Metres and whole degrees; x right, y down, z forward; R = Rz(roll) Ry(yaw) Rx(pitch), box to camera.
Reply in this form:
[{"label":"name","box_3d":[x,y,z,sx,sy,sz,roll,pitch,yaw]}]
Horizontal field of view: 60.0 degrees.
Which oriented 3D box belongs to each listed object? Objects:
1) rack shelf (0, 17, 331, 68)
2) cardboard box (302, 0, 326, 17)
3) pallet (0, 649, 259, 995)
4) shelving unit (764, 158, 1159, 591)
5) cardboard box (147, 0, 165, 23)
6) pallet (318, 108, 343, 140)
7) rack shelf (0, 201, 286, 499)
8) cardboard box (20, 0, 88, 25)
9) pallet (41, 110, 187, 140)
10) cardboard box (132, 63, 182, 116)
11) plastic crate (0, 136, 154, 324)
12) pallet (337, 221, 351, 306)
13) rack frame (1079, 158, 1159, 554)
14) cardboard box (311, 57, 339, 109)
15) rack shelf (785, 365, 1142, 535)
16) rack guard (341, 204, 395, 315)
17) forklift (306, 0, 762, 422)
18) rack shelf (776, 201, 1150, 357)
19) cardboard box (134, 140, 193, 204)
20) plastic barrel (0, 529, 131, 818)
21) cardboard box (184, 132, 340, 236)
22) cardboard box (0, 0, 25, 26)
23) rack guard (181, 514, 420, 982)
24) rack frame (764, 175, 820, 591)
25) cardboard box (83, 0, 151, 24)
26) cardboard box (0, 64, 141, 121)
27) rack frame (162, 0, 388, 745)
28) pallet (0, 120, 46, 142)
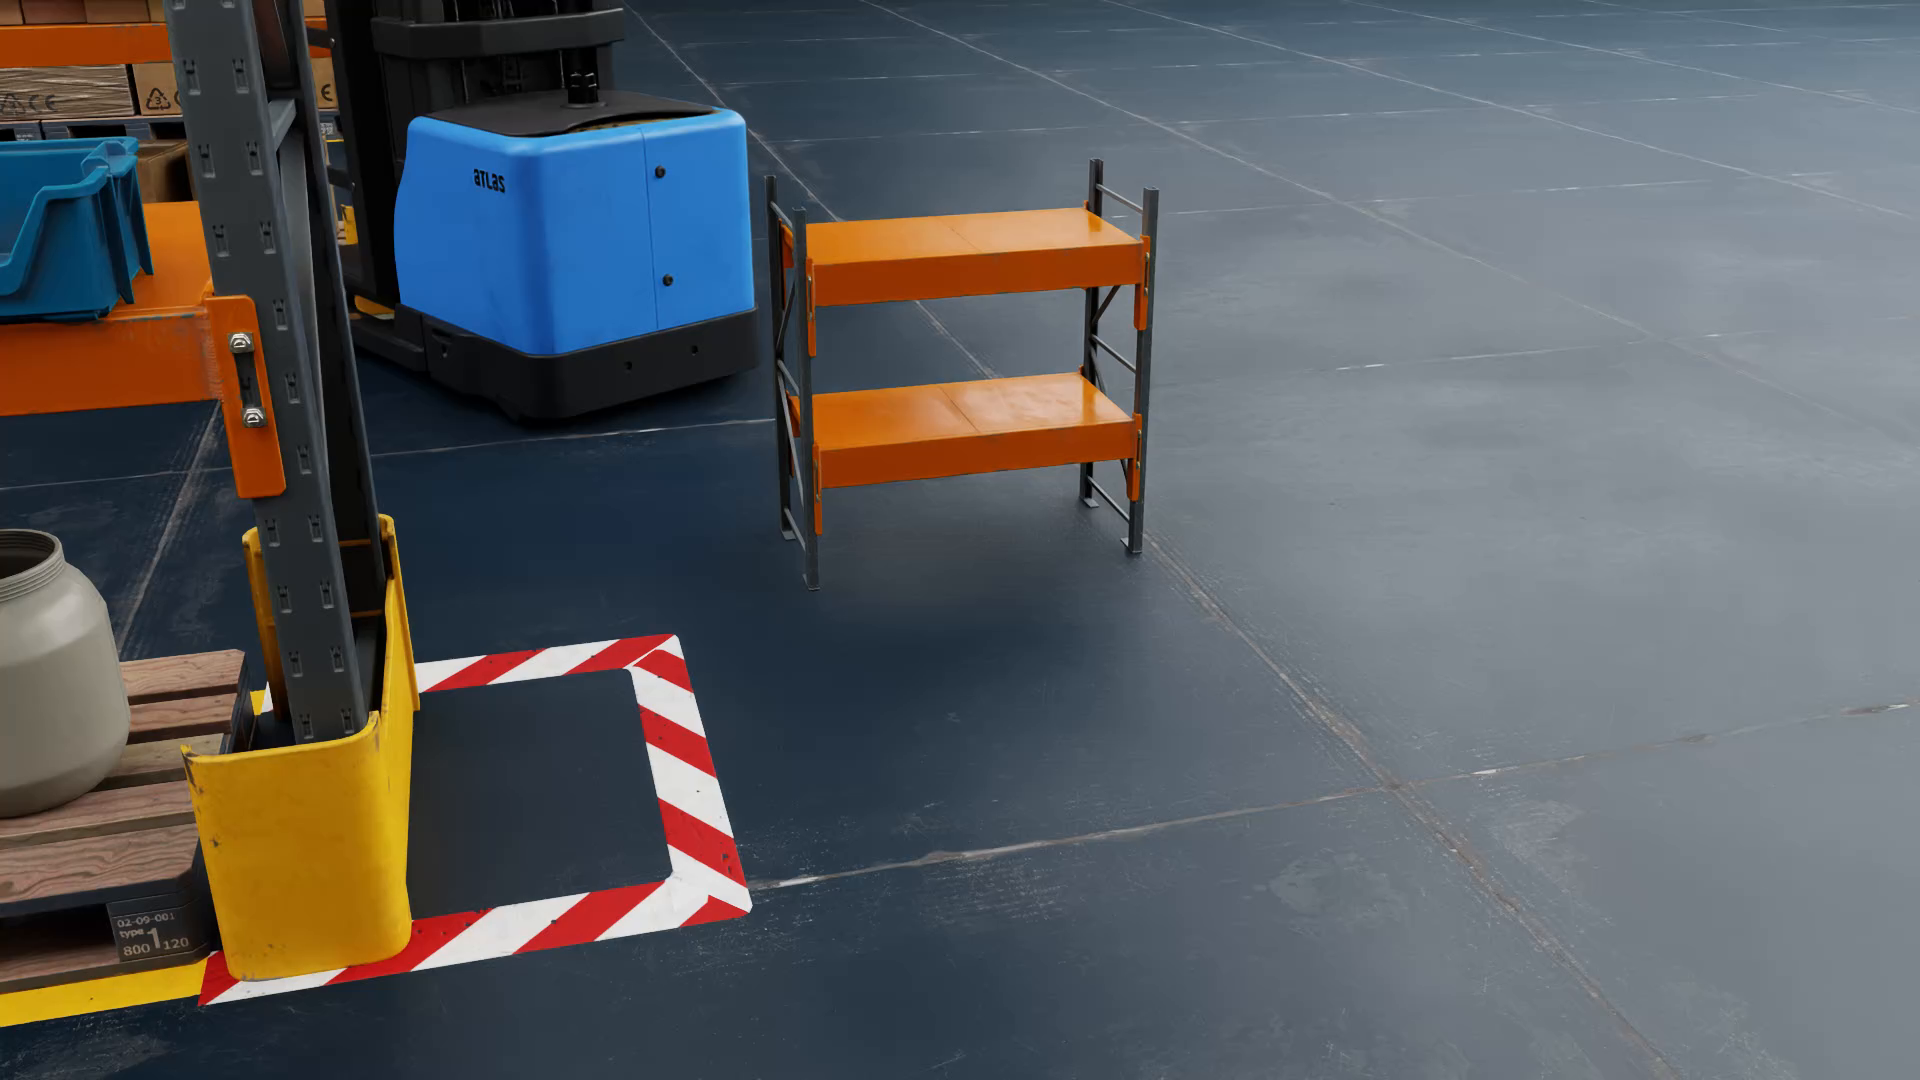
[{"label":"rack shelf","box_3d":[-4.624,-2.114,7.284,4.000,0.370,1.077,-6,24,-14]},{"label":"cardboard box","box_3d":[-2.917,-2.433,7.435,0.250,0.149,0.380,-6,24,-14]},{"label":"pallet","box_3d":[-2.204,0.615,3.549,1.213,0.211,1.003,-6,24,-14]},{"label":"shelving unit","box_3d":[-0.007,-0.516,5.027,1.048,1.125,0.538,-6,24,-14]},{"label":"cardboard box","box_3d":[-3.385,-2.360,7.266,0.250,0.149,0.380,-6,24,-14]},{"label":"pallet","box_3d":[-4.689,-3.155,12.335,1.213,0.211,1.003,-6,24,-14]},{"label":"rack shelf","box_3d":[-3.286,-0.233,2.902,4.000,0.370,1.077,-6,24,-14]},{"label":"cardboard box","box_3d":[-3.881,-2.329,7.192,0.250,0.149,0.380,-6,24,-14]},{"label":"pallet","box_3d":[-5.862,-3.026,12.035,1.213,0.211,1.003,-6,24,-14]},{"label":"cardboard box","box_3d":[-5.422,-3.576,11.942,0.875,0.875,0.875,-7,24,-15]},{"label":"plastic crate","box_3d":[-1.761,-0.542,2.897,0.616,0.251,0.499,-6,24,-14]},{"label":"pallet","box_3d":[-3.563,-1.295,7.999,1.213,0.211,1.003,-6,24,-14]},{"label":"rack frame","box_3d":[0.483,-0.570,5.153,0.032,1.125,0.500,-6,24,-14]},{"label":"cardboard box","box_3d":[-4.576,-3.670,12.162,0.875,0.875,0.875,-6,24,-14]},{"label":"rack shelf","box_3d":[-0.007,-0.292,5.123,1.000,0.278,0.538,-6,24,-14]},{"label":"rack guard","box_3d":[-2.771,-1.500,8.113,0.348,0.500,1.175,-6,24,-14]},{"label":"forklift","box_3d":[-2.189,-2.276,6.838,1.130,2.935,3.031,-21,31,-40]},{"label":"rack shelf","box_3d":[-0.007,-0.785,4.911,1.000,0.278,0.538,-6,24,-14]},{"label":"cardboard box","box_3d":[-3.870,-1.565,7.730,0.500,0.500,0.500,0,23,0]},{"label":"plastic barrel","box_3d":[-1.973,0.273,3.433,0.421,0.512,0.421,0,23,0]},{"label":"cardboard box","box_3d":[-3.304,-1.641,7.909,0.500,0.500,0.500,-2,23,-5]},{"label":"cardboard box","box_3d":[-4.116,-2.294,7.110,0.250,0.149,0.380,-6,24,-14]},{"label":"rack guard","box_3d":[-1.421,0.398,3.689,0.348,0.500,1.175,-6,24,-14]},{"label":"rack frame","box_3d":[-0.496,-0.462,4.900,0.032,1.125,0.500,-6,24,-14]},{"label":"cardboard box","box_3d":[-3.629,-2.340,7.217,0.250,0.149,0.380,-6,24,-14]},{"label":"cardboard box","box_3d":[-6.301,-3.479,11.717,0.875,0.875,0.875,-6,24,-14]},{"label":"rack frame","box_3d":[-1.360,-0.777,3.256,0.127,3.000,1.000,-6,24,-14]},{"label":"pallet","box_3d":[-7.039,-2.895,11.729,1.213,0.211,1.003,-6,24,-14]}]
